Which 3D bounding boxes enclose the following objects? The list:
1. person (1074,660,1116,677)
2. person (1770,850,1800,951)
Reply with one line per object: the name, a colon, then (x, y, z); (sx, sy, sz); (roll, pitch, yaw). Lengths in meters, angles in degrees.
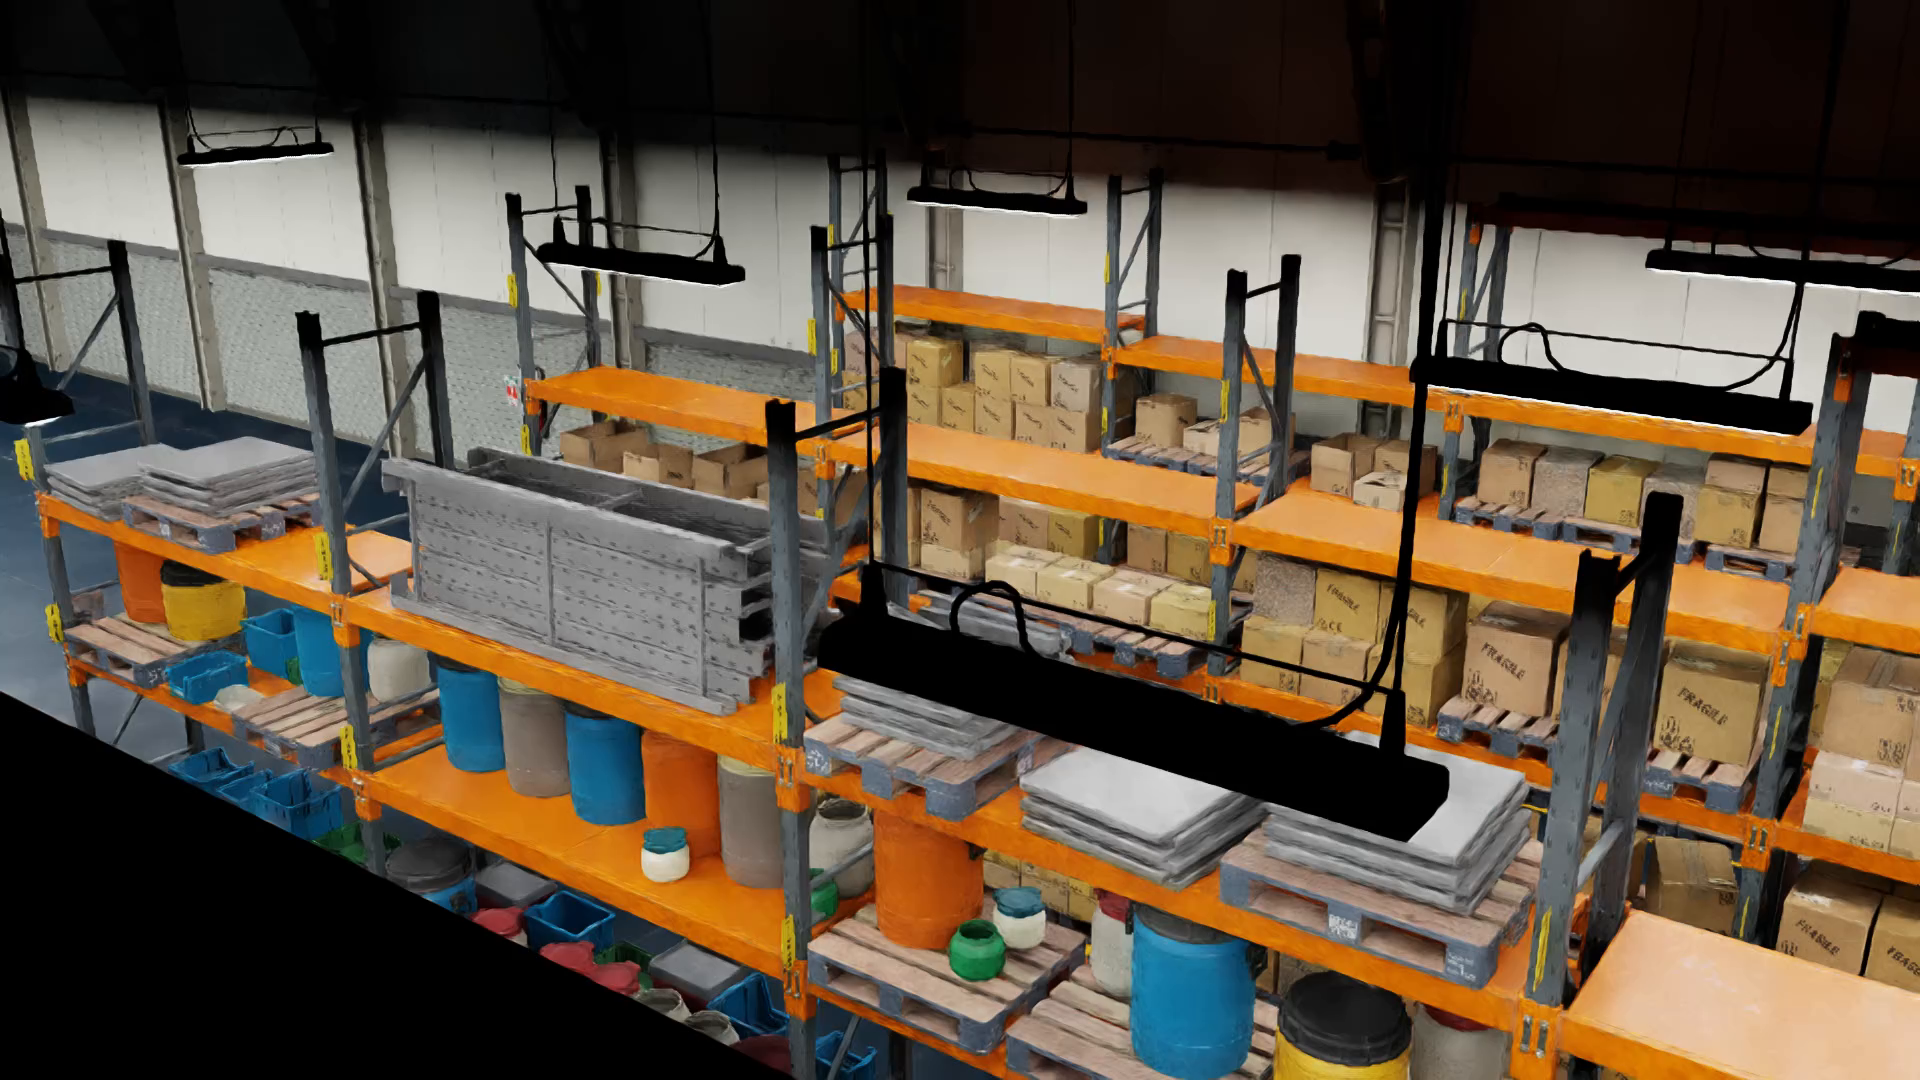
person: (1.458, 1.295, 18.609); (1.126, 1.645, 0.542); (14, 23, 36)
person: (6.850, 2.896, 13.910); (0.546, 1.631, 0.729); (12, 22, 32)
